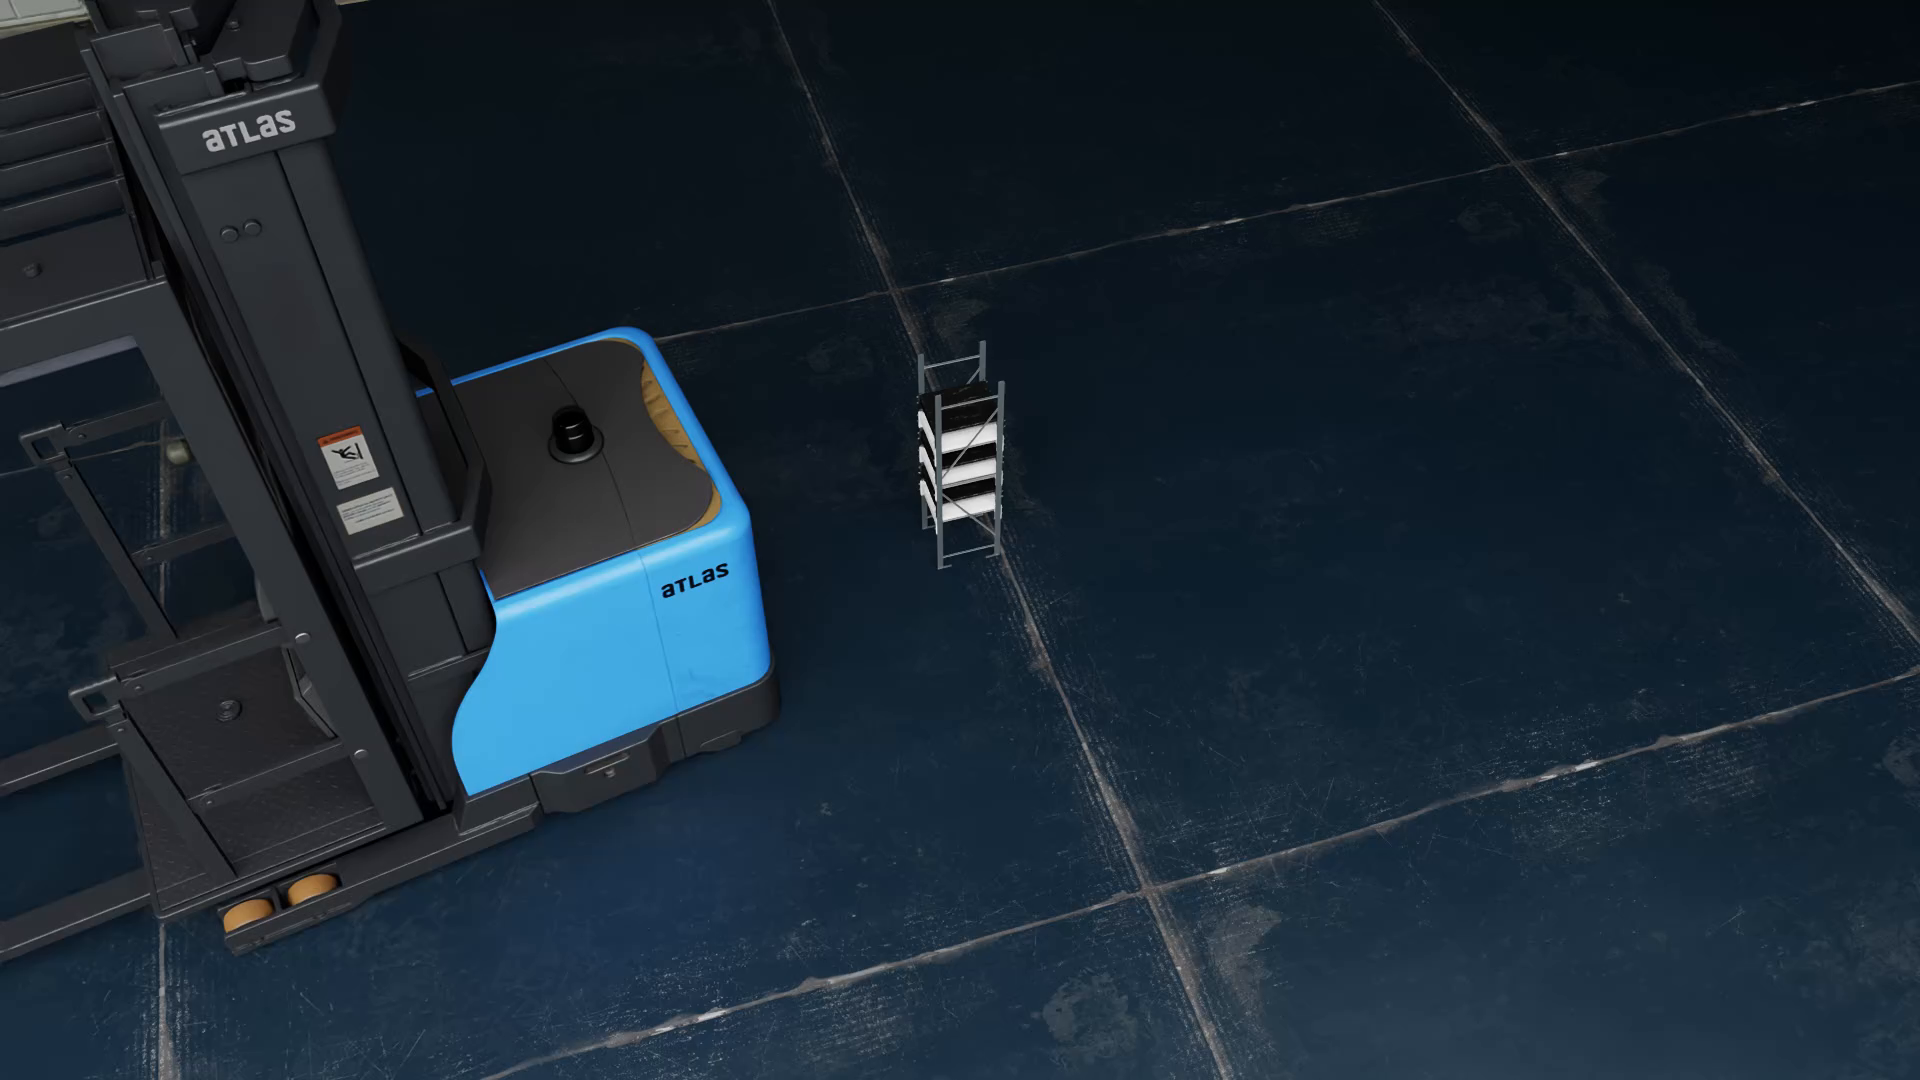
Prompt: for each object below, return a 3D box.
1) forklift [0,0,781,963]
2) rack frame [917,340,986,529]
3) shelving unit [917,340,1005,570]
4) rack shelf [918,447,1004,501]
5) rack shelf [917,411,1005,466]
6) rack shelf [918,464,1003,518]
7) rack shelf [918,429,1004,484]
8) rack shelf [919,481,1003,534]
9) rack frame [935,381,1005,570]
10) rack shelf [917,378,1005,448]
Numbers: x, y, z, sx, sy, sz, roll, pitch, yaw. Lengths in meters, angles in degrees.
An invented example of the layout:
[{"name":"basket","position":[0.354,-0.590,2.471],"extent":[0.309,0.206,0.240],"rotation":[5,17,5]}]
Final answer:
[{"name":"forklift","position":[-2.163,-0.140,4.451],"extent":[3.031,2.935,1.130],"rotation":[-21,53,-17]},{"name":"rack frame","position":[-0.028,-0.358,5.964],"extent":[0.240,0.900,0.006],"rotation":[-13,51,-11]},{"name":"shelving unit","position":[0.002,-0.284,5.901],"extent":[0.258,0.900,0.210],"rotation":[-13,51,-11]},{"name":"rack shelf","position":[0.002,-0.263,5.926],"extent":[0.258,0.077,0.200],"rotation":[-13,51,-11]},{"name":"rack shelf","position":[0.002,-0.379,5.789],"extent":[0.258,0.077,0.200],"rotation":[-13,51,-11]},{"name":"rack shelf","position":[0.002,-0.205,5.995],"extent":[0.258,0.077,0.200],"rotation":[-13,51,-11]},{"name":"rack shelf","position":[0.002,-0.321,5.858],"extent":[0.258,0.077,0.200],"rotation":[-13,51,-11]},{"name":"rack shelf","position":[0.002,-0.147,6.064],"extent":[0.258,0.077,0.200],"rotation":[-13,51,-11]},{"name":"rack frame","position":[0.032,-0.210,5.838],"extent":[0.240,0.900,0.006],"rotation":[-13,51,-11]},{"name":"rack shelf","position":[0.002,-0.437,5.720],"extent":[0.258,0.077,0.200],"rotation":[-13,51,-11]}]
